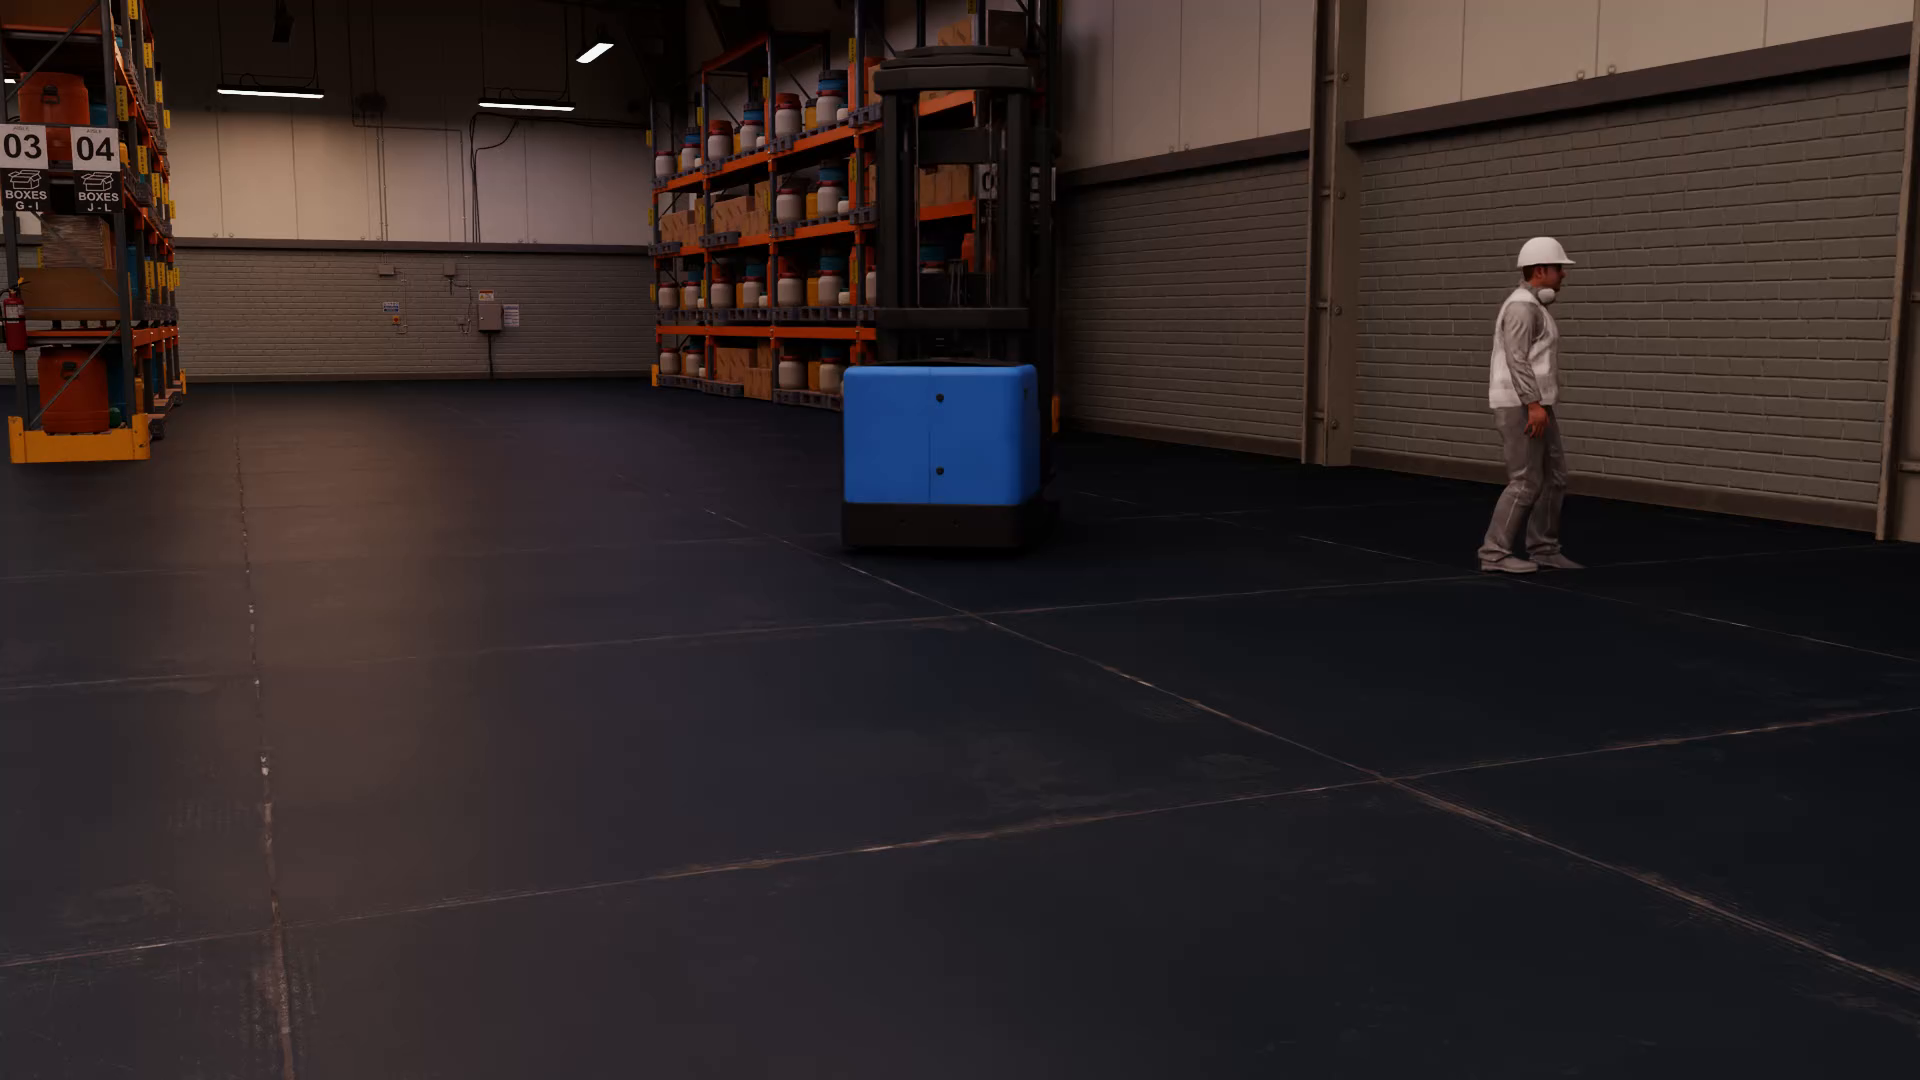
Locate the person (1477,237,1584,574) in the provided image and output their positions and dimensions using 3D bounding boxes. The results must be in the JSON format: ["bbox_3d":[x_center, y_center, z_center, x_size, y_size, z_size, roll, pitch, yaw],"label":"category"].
[{"bbox_3d":[3.046,-0.691,8.789,0.520,1.797,0.613,3,8,24],"label":"person"}]

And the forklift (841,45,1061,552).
[{"bbox_3d":[0.057,-1.539,10.617,1.130,2.935,3.031,1,8,9],"label":"forklift"}]
